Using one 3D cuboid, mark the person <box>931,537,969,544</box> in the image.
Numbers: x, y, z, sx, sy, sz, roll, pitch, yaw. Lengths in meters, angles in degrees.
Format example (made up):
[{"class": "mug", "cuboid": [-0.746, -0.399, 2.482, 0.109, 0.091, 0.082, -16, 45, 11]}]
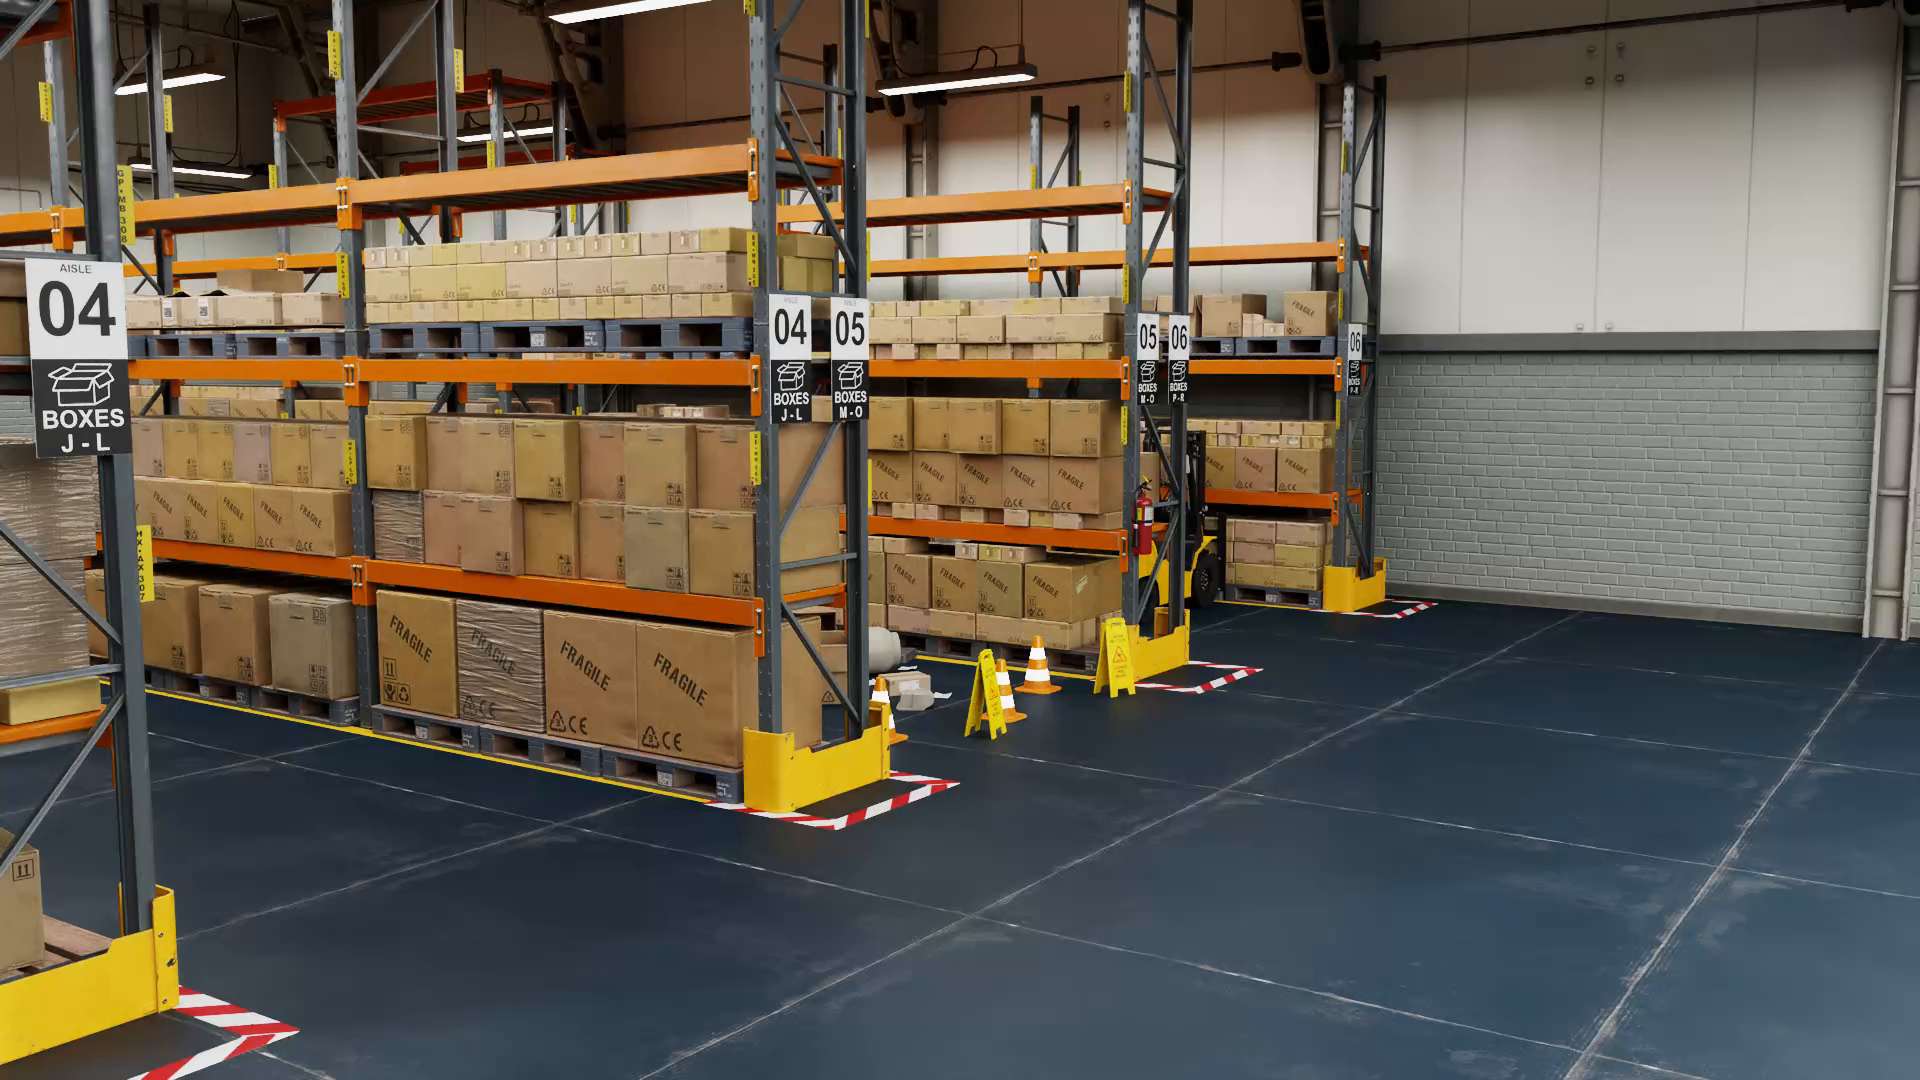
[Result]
[{"class": "person", "cuboid": [-0.025, -0.086, 18.475, 0.696, 1.778, 0.578, 4, 7, 34]}]
